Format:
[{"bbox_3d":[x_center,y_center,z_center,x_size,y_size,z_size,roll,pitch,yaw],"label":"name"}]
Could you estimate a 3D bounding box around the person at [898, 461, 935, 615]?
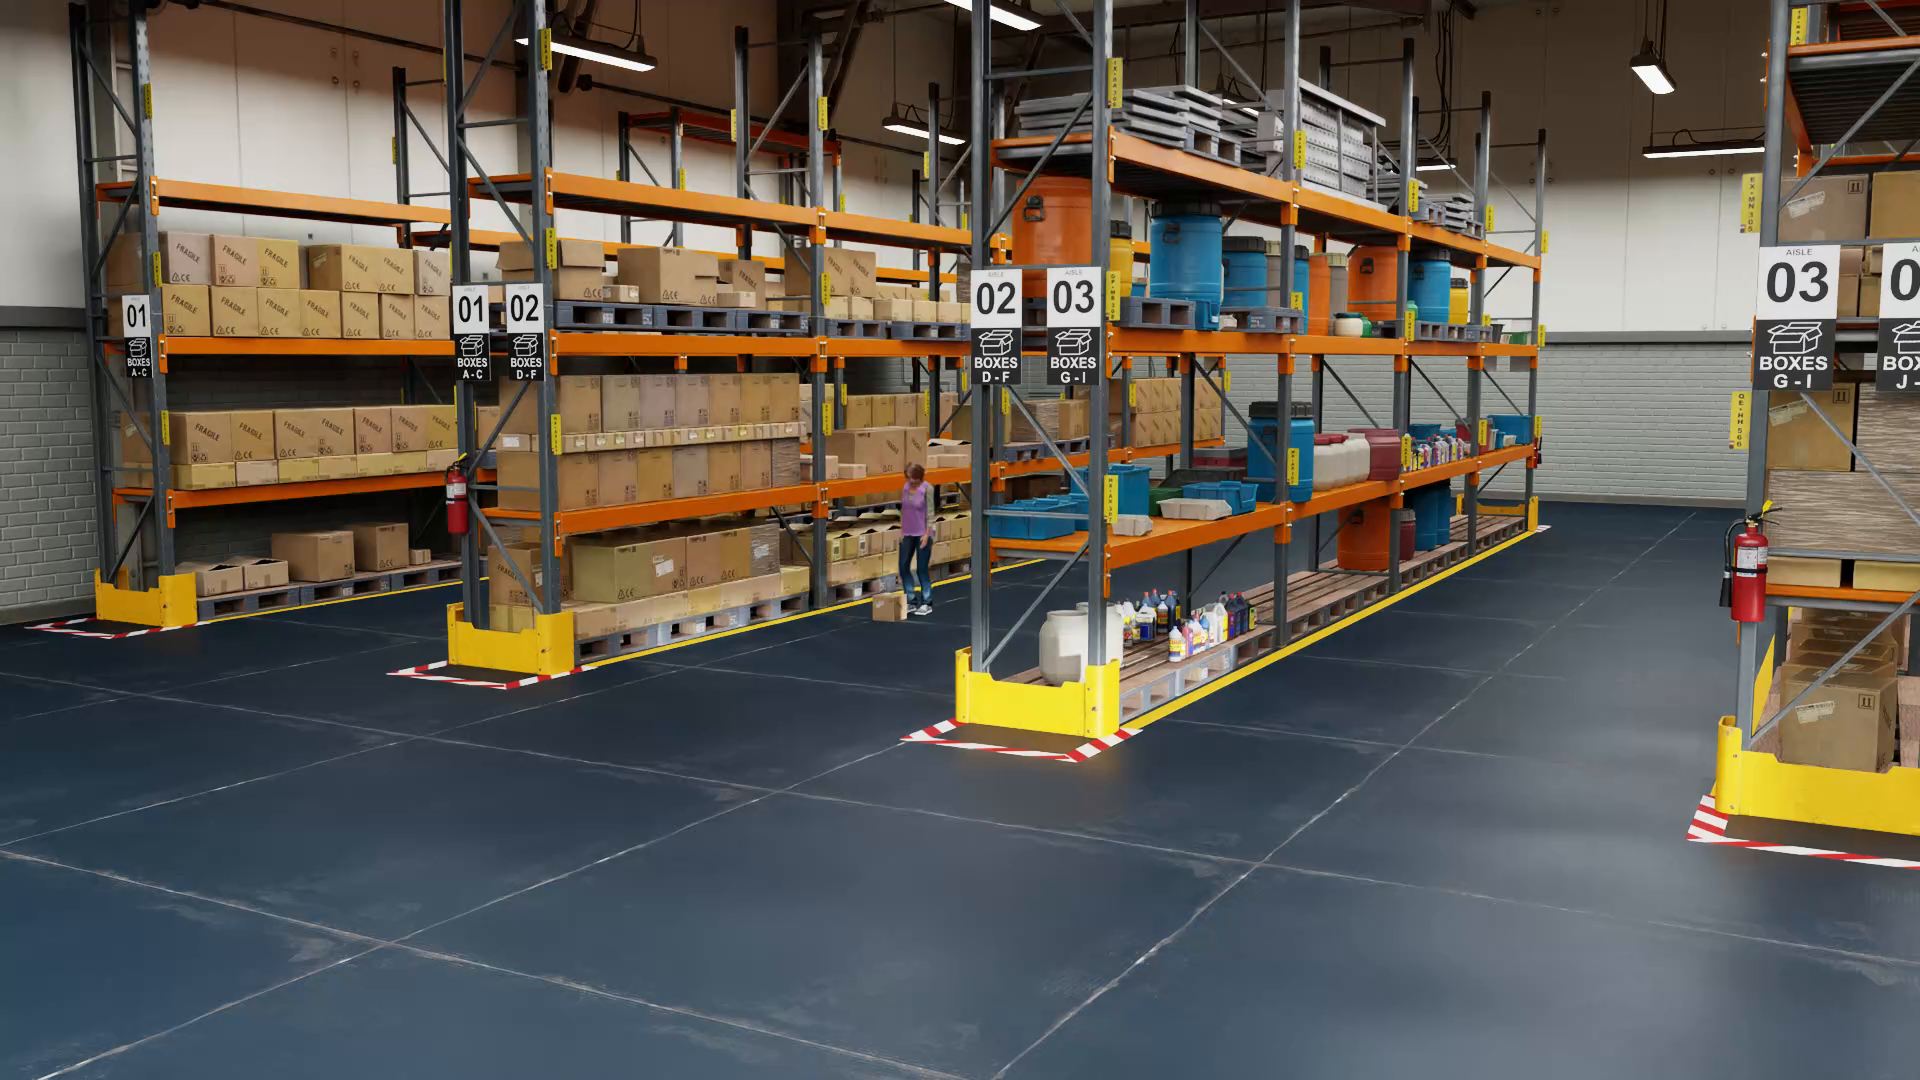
[{"bbox_3d":[-0.430,-0.015,16.937,0.420,1.556,0.353,4,7,33],"label":"person"}]
